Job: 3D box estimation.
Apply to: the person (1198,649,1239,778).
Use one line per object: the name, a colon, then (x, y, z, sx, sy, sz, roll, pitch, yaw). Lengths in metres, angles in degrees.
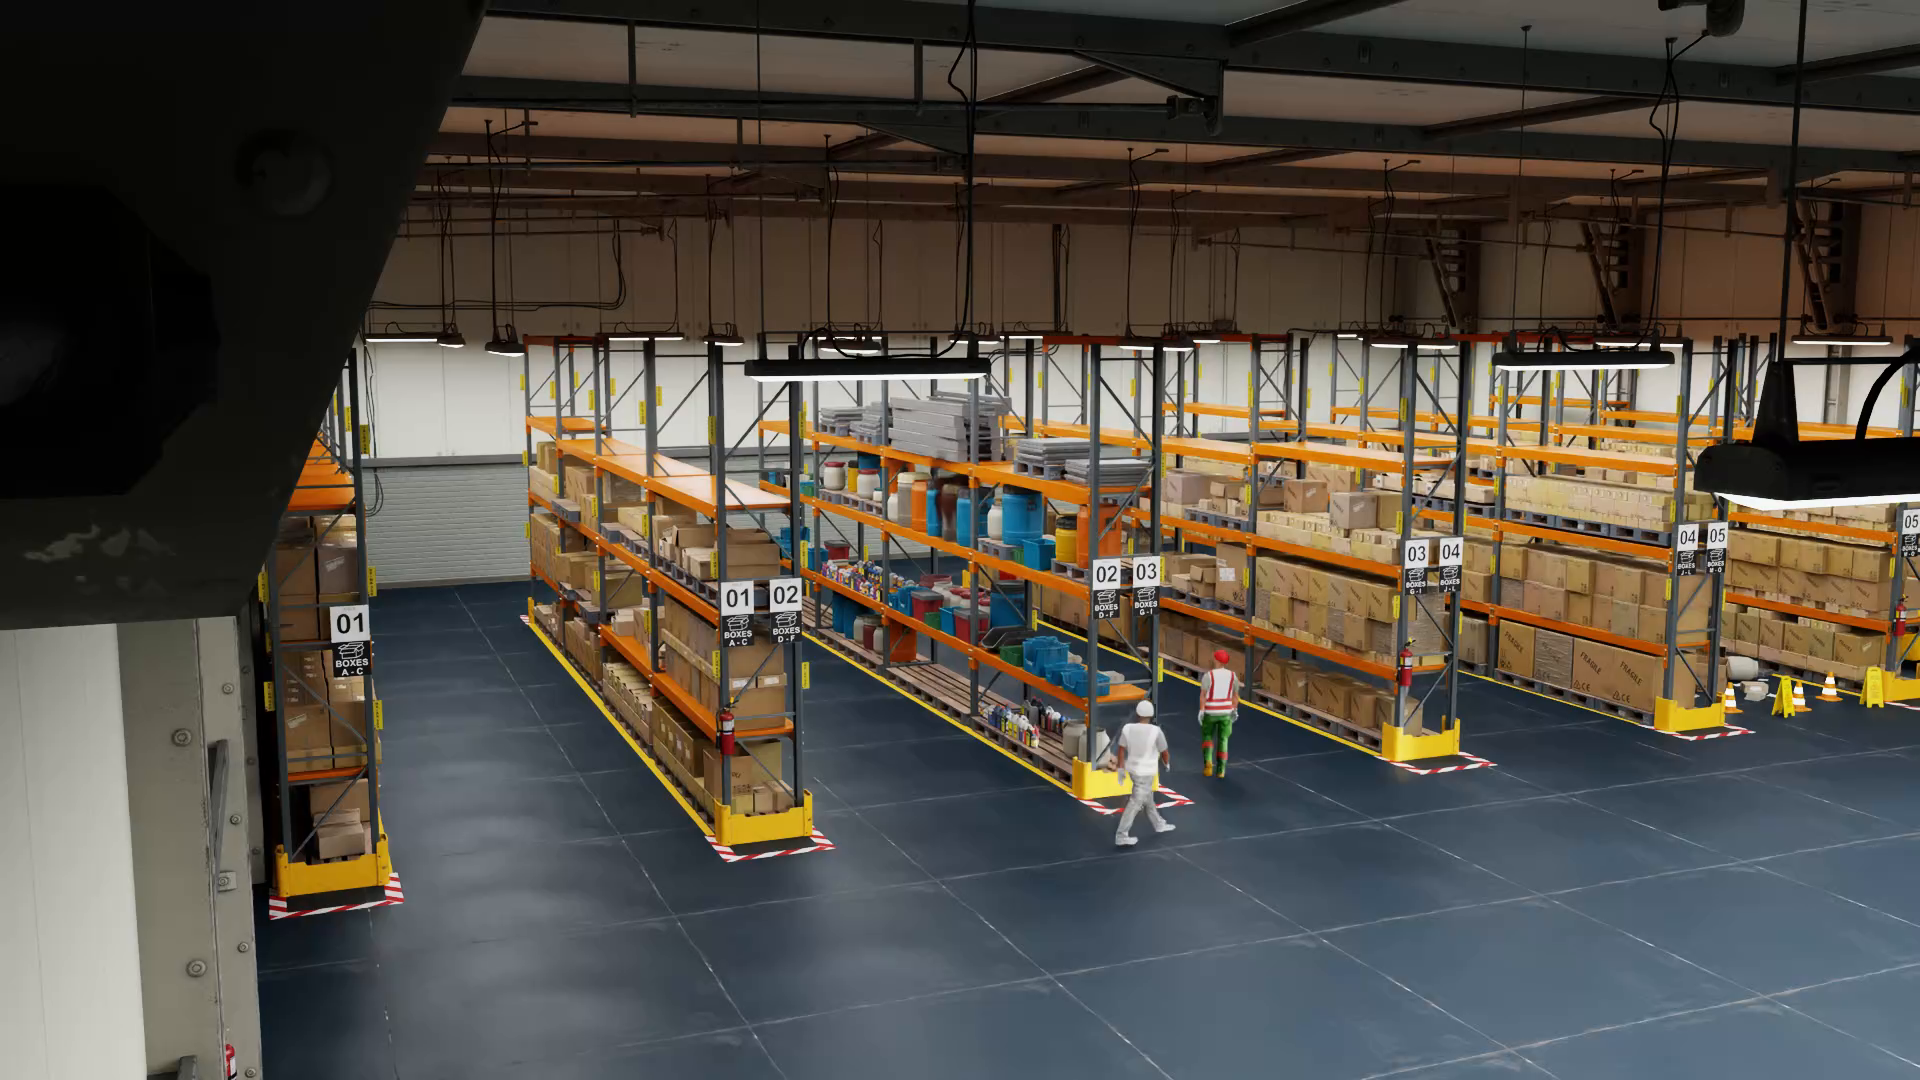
person: (3.567, 2.389, 22.961, 0.546, 1.781, 0.511, 1, 8, 10)

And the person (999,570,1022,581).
person: (0.990, 1.007, 33.626, 0.388, 1.734, 0.615, -5, 9, -32)

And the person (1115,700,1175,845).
person: (2.296, 2.775, 20.062, 1.002, 1.731, 0.489, -4, 9, -27)

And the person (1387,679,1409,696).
person: (7.279, 1.819, 27.745, 0.567, 1.706, 0.422, 6, 10, 40)
